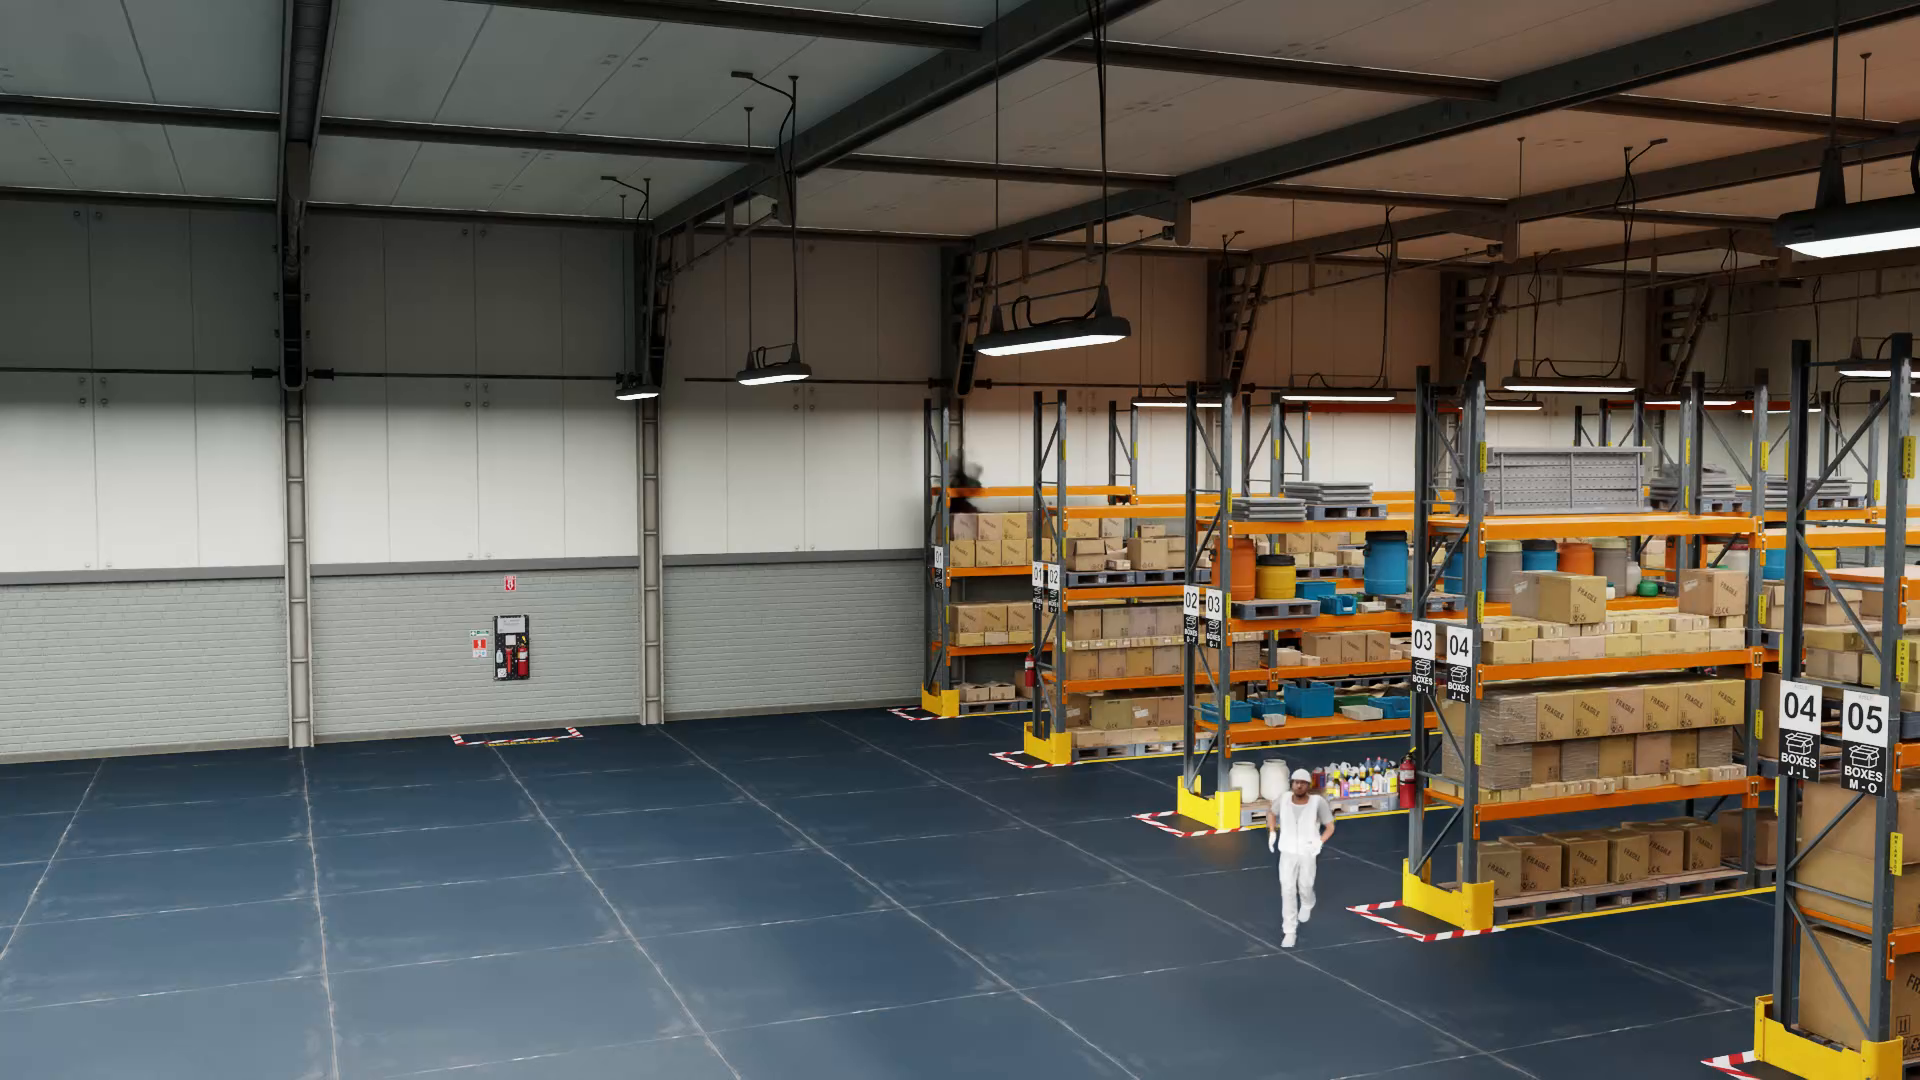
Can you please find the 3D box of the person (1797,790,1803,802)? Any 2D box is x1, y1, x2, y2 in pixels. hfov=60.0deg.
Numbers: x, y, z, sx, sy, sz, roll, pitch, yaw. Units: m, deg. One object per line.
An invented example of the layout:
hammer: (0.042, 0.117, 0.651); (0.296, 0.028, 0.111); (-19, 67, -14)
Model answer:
person: (11.073, 2.947, 22.154); (0.956, 1.755, 0.736); (-2, 4, -33)

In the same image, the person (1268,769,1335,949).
person: (3.548, 3.262, 17.344); (0.703, 1.785, 0.936); (1, 4, 18)
